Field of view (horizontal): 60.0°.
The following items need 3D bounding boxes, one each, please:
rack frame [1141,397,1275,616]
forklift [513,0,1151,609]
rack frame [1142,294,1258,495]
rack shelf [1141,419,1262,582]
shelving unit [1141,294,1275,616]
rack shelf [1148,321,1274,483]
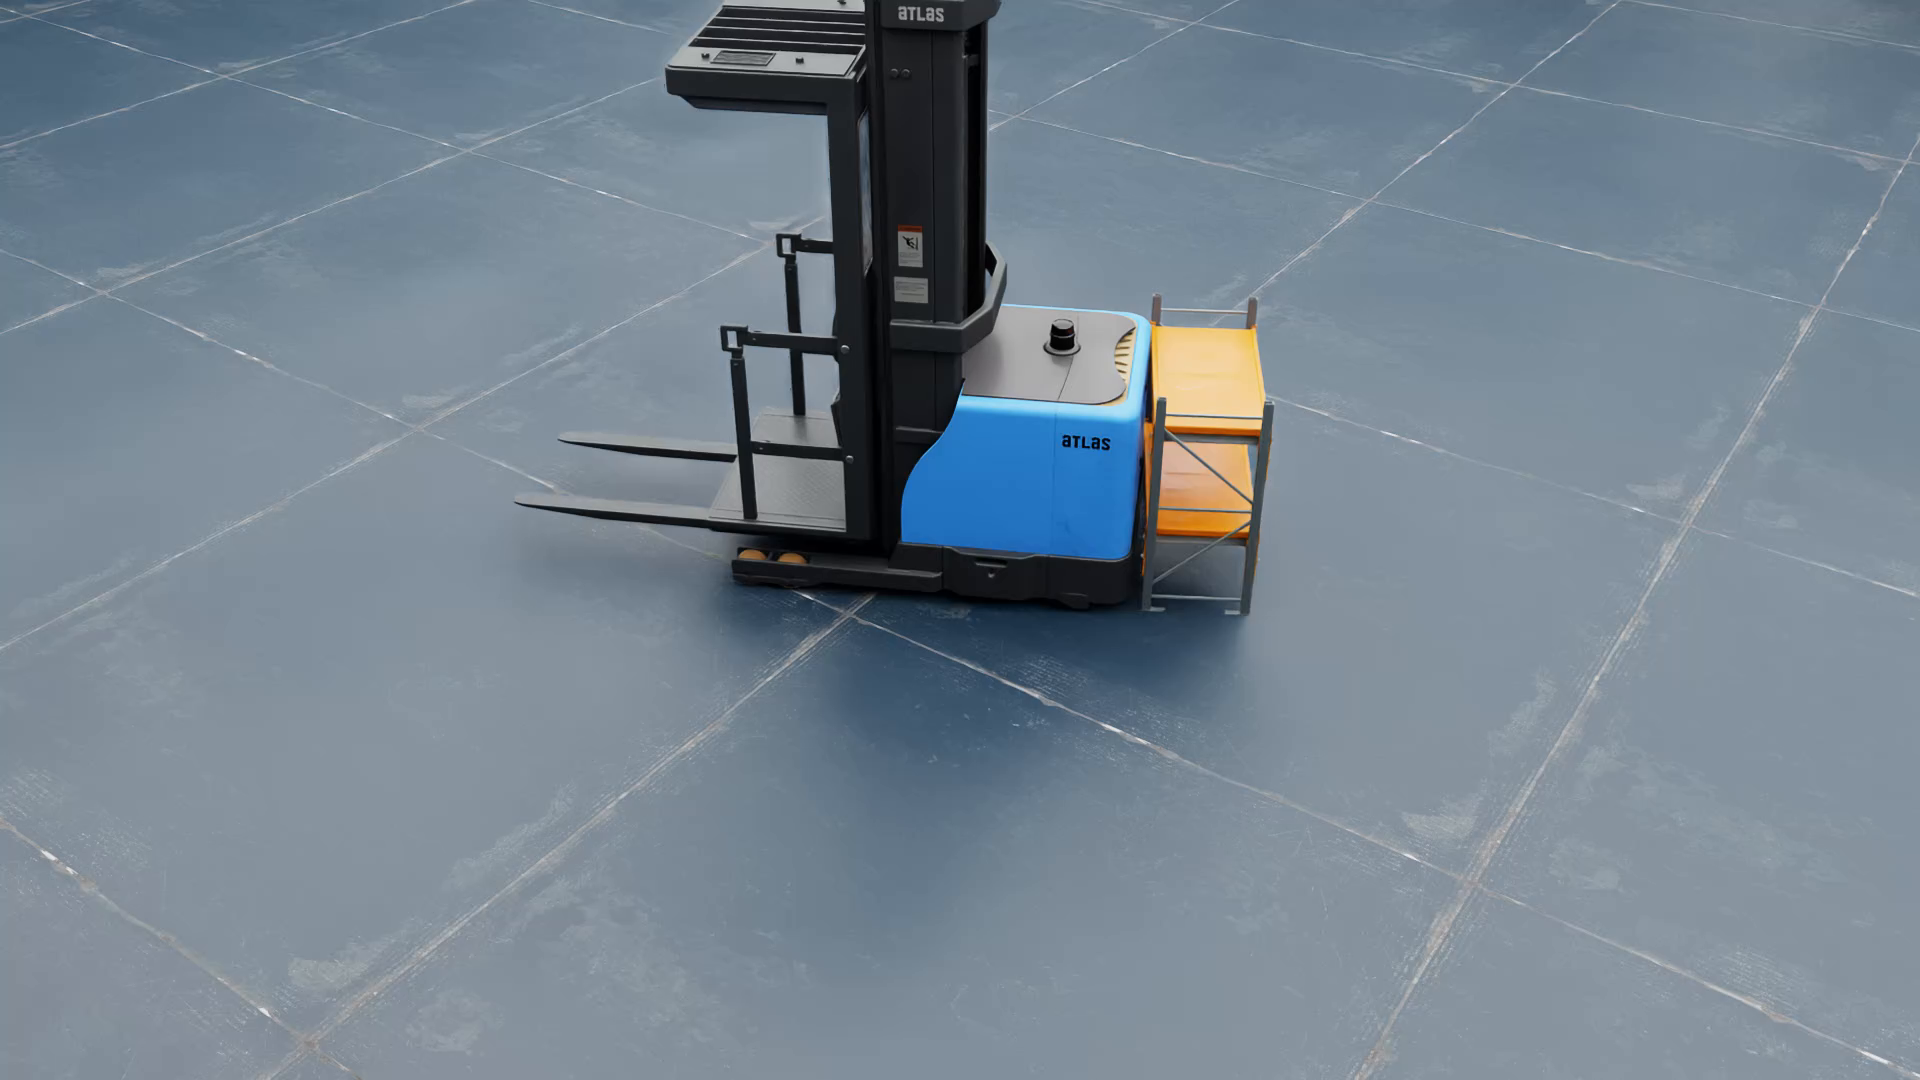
[{"bbox_3d":[1.095,-0.131,7.440,0.500,1.125,0.032,3,34,4],"label":"rack frame"},{"bbox_3d":[-0.639,-1.270,7.512,3.031,2.935,1.130,5,34,7],"label":"forklift"},{"bbox_3d":[1.175,-0.699,8.279,0.500,1.125,0.032,3,34,4],"label":"rack frame"},{"bbox_3d":[1.135,-0.212,7.996,0.538,0.278,1.000,3,34,4],"label":"rack shelf"},{"bbox_3d":[1.135,-0.415,7.859,0.538,1.125,1.048,3,34,4],"label":"shelving unit"},{"bbox_3d":[1.135,-0.657,7.696,0.538,0.278,1.000,3,34,4],"label":"rack shelf"}]
